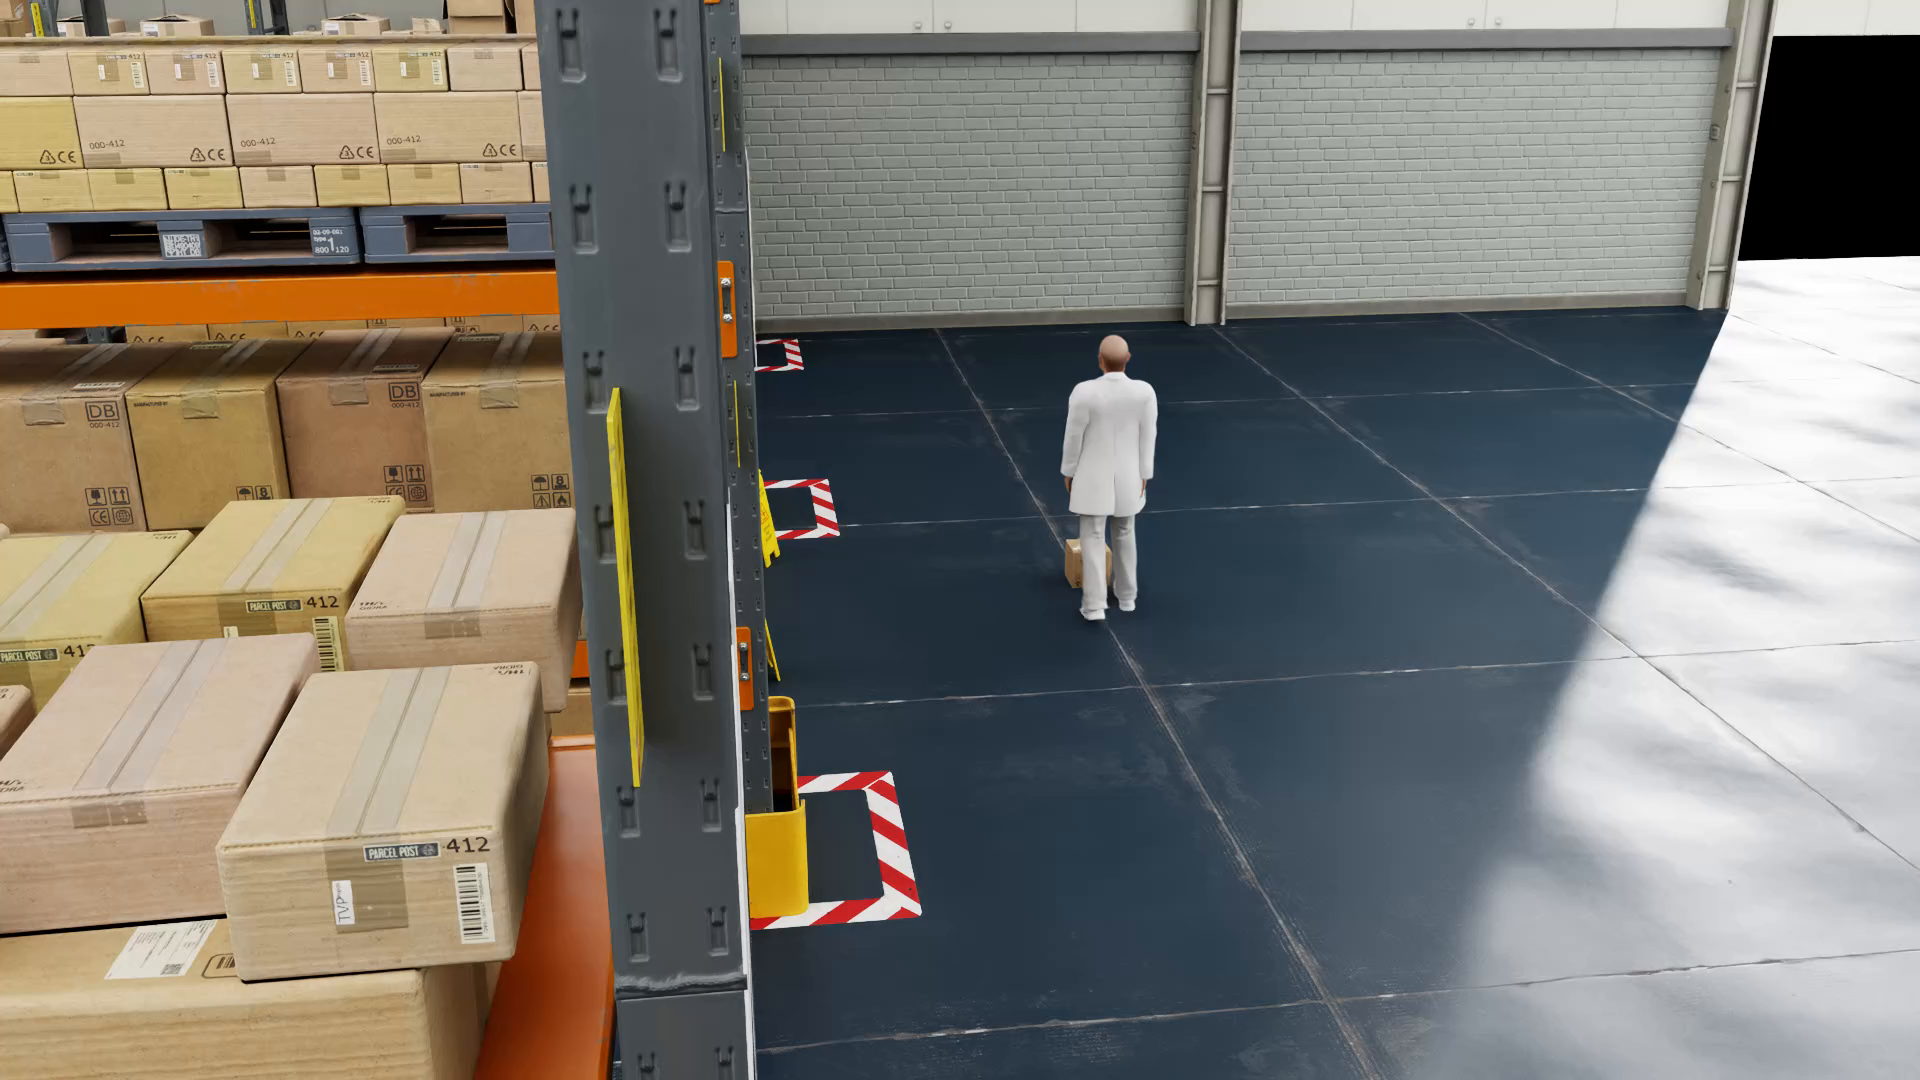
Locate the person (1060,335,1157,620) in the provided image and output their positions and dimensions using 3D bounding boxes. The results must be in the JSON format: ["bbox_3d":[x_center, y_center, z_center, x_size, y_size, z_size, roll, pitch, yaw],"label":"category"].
[{"bbox_3d":[0.901,-0.376,10.227,0.566,1.817,0.562,-2,20,-6],"label":"person"}]
